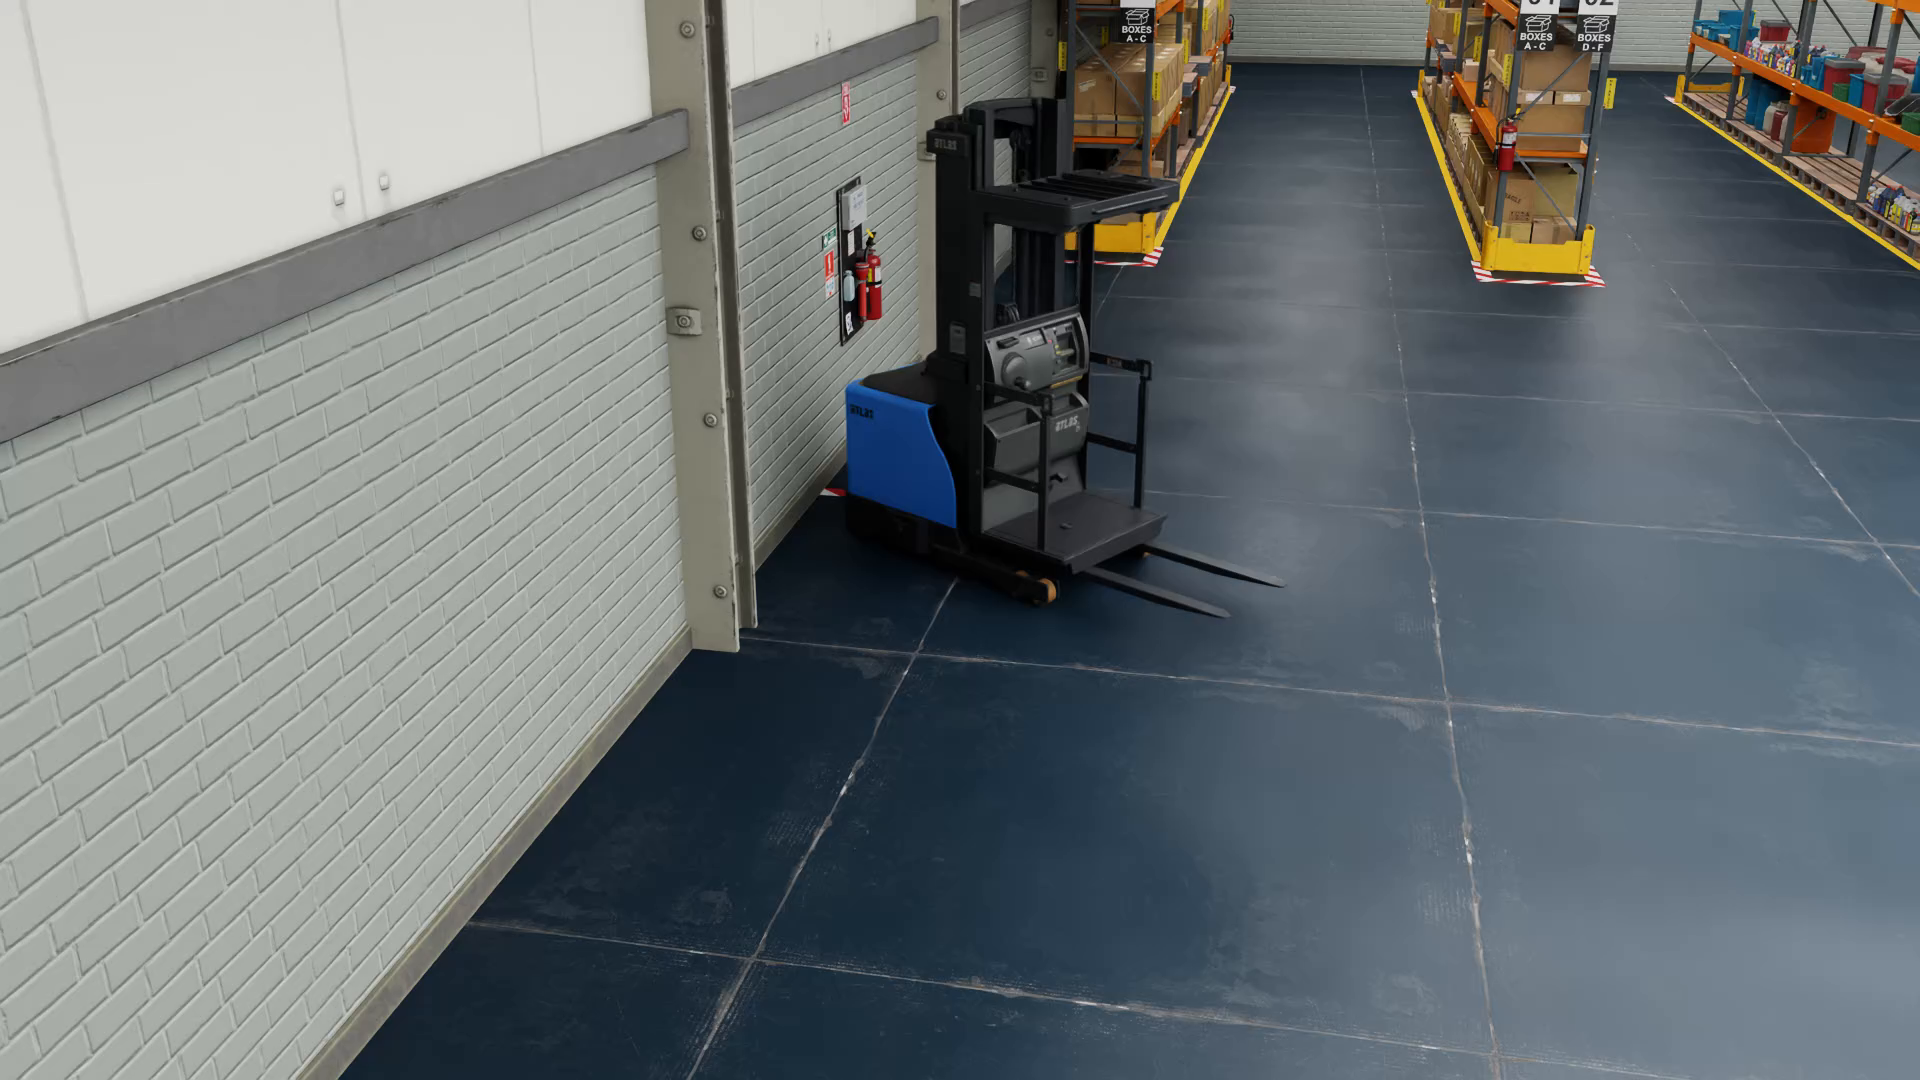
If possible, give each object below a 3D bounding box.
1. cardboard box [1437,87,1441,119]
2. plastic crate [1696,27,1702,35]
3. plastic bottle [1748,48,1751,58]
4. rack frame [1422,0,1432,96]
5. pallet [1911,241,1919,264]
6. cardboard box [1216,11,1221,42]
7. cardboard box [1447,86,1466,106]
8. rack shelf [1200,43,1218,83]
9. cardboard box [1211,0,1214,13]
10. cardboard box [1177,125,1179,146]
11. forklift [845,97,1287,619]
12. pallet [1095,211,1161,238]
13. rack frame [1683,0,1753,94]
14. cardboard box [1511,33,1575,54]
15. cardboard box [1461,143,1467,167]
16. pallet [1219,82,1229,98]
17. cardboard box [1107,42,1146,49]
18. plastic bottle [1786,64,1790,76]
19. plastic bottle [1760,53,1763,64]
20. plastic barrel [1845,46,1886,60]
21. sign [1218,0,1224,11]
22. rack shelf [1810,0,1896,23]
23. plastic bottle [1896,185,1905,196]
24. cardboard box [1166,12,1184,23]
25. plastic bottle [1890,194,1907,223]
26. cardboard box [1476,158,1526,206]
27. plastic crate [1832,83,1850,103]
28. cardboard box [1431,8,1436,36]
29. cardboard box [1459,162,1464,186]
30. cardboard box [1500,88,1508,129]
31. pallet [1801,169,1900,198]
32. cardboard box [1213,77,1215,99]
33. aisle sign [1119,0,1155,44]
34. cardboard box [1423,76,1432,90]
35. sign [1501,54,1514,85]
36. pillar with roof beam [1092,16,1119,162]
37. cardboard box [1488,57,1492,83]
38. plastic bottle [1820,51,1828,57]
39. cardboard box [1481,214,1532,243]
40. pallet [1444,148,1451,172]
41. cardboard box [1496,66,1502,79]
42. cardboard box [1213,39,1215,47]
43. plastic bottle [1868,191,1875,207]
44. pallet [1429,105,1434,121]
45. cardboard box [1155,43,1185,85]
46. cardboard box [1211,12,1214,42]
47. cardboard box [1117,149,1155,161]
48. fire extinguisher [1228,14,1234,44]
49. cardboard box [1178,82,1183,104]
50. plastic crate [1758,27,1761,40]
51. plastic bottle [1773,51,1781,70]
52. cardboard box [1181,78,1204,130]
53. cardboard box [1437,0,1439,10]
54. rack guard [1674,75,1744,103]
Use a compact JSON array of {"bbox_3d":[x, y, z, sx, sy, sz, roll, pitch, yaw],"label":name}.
[{"bbox_3d":[8.600,-7.588,28.936,0.500,0.500,0.500,5,22,12],"label":"cardboard box"},{"bbox_3d":[14.180,-9.711,31.722,0.250,0.136,0.298,4,22,11],"label":"plastic crate"},{"bbox_3d":[13.358,-8.232,28.045,0.097,0.201,0.097,0,22,0],"label":"plastic bottle"},{"bbox_3d":[9.851,-10.360,33.063,1.000,3.000,0.127,4,22,11],"label":"rack frame"},{"bbox_3d":[11.575,-3.164,18.928,1.003,0.211,1.213,4,22,11],"label":"pallet"},{"bbox_3d":[4.312,-9.610,30.798,0.980,0.700,0.700,5,22,12],"label":"cardboard box"},{"bbox_3d":[8.187,-7.208,26.989,0.500,0.250,0.500,5,23,13],"label":"cardboard box"},{"bbox_3d":[3.777,-8.209,28.683,1.077,0.370,4.000,4,22,11],"label":"rack shelf"},{"bbox_3d":[4.122,-9.252,28.748,0.500,0.250,0.500,5,22,12],"label":"cardboard box"},{"bbox_3d":[3.054,-6.409,26.008,0.700,0.500,0.500,4,22,11],"label":"cardboard box"},{"bbox_3d":[0.646,-1.173,10.343,3.031,2.935,1.130,19,29,39],"label":"forklift"},{"bbox_3d":[1.952,-3.914,20.789,1.003,0.211,1.213,4,22,11],"label":"pallet"},{"bbox_3d":[14.700,-9.981,32.122,1.000,3.000,0.127,4,22,11],"label":"rack frame"},{"bbox_3d":[6.909,-5.723,19.679,0.700,0.500,0.500,5,22,11],"label":"cardboard box"},{"bbox_3d":[7.205,-5.321,22.918,0.500,0.311,0.500,4,22,11],"label":"cardboard box"},{"bbox_3d":[4.915,-9.145,33.777,1.003,0.211,1.213,4,22,11],"label":"pallet"},{"bbox_3d":[2.252,-6.480,22.597,0.500,0.500,0.500,4,22,10],"label":"cardboard box"},{"bbox_3d":[12.821,-7.269,25.653,0.097,0.201,0.097,0,22,0],"label":"plastic bottle"},{"bbox_3d":[13.177,-7.907,27.238,0.097,0.201,0.097,0,22,0],"label":"plastic bottle"},{"bbox_3d":[13.269,-6.926,24.353,0.600,0.536,0.708,4,22,11],"label":"plastic barrel"},{"bbox_3d":[4.718,-9.736,30.069,0.100,0.325,0.005,4,22,11],"label":"sign"},{"bbox_3d":[12.659,-7.382,22.615,1.077,0.370,4.000,4,22,11],"label":"rack shelf"},{"bbox_3d":[11.821,-4.293,20.956,0.144,0.351,0.185,4,22,11],"label":"plastic bottle"},{"bbox_3d":[3.328,-8.234,26.191,0.380,0.149,0.250,2,22,4],"label":"cardboard box"},{"bbox_3d":[11.555,-4.080,20.426,0.144,0.351,0.185,4,22,10],"label":"plastic bottle"},{"bbox_3d":[6.594,-4.362,20.283,0.500,0.500,0.500,4,22,11],"label":"cardboard box"},{"bbox_3d":[12.330,-6.153,22.899,0.450,0.188,0.662,4,22,11],"label":"plastic crate"},{"bbox_3d":[9.297,-9.892,31.766,0.500,0.500,0.500,4,22,11],"label":"cardboard box"},{"bbox_3d":[7.203,-5.065,23.033,0.500,0.250,0.500,4,22,10],"label":"cardboard box"},{"bbox_3d":[7.007,-5.291,20.343,0.700,0.500,0.500,5,23,13],"label":"cardboard box"},{"bbox_3d":[12.620,-5.037,23.578,1.003,0.211,1.213,4,22,11],"label":"pallet"},{"bbox_3d":[4.438,-8.575,31.413,0.700,0.500,0.500,5,22,12],"label":"cardboard box"},{"bbox_3d":[2.015,-6.042,18.860,0.394,0.787,0.004,4,22,11],"label":"aisle sign"},{"bbox_3d":[9.361,-8.929,32.600,0.500,0.250,0.500,4,22,11],"label":"cardboard box"},{"bbox_3d":[6.058,-5.202,18.388,0.100,0.325,0.005,4,22,11],"label":"sign"},{"bbox_3d":[6.471,-9.856,23.780,9.100,9.000,0.400,4,22,11],"label":"pillar with roof beam"},{"bbox_3d":[7.683,-6.490,23.320,0.500,0.500,0.500,6,23,15],"label":"cardboard box"},{"bbox_3d":[13.755,-7.639,26.472,0.152,0.276,0.135,4,22,11],"label":"plastic bottle"},{"bbox_3d":[6.407,-3.647,19.512,0.500,0.250,0.500,4,22,11],"label":"cardboard box"},{"bbox_3d":[8.013,-5.843,25.579,1.003,0.211,1.213,4,22,11],"label":"pallet"},{"bbox_3d":[6.951,-5.862,20.891,0.380,0.149,0.250,4,22,9],"label":"cardboard box"},{"bbox_3d":[4.365,-8.927,29.814,0.380,0.149,0.250,5,22,12],"label":"cardboard box"},{"bbox_3d":[11.736,-4.378,21.367,0.097,0.201,0.097,0,22,0],"label":"plastic bottle"},{"bbox_3d":[9.176,-7.855,30.575,1.003,0.211,1.213,4,22,11],"label":"pallet"},{"bbox_3d":[2.759,-6.439,22.497,0.500,0.500,0.500,4,22,11],"label":"cardboard box"},{"bbox_3d":[4.132,-8.909,28.900,0.500,0.500,0.500,4,22,11],"label":"cardboard box"},{"bbox_3d":[2.380,-5.010,22.535,0.500,0.500,0.500,3,22,7],"label":"cardboard box"},{"bbox_3d":[5.484,-10.548,34.131,0.296,0.674,0.183,4,22,11],"label":"fire extinguisher"},{"bbox_3d":[2.753,-6.091,22.637,0.500,0.250,0.500,5,22,11],"label":"cardboard box"},{"bbox_3d":[14.375,-9.036,29.852,0.437,0.282,0.530,4,22,11],"label":"plastic crate"},{"bbox_3d":[12.965,-7.600,26.365,0.061,0.283,0.133,4,22,11],"label":"plastic bottle"},{"bbox_3d":[3.647,-7.267,27.699,0.750,0.750,0.750,4,22,10],"label":"cardboard box"},{"bbox_3d":[9.090,-9.984,30.657,0.500,0.500,0.500,5,22,11],"label":"cardboard box"},{"bbox_3d":[14.692,-8.832,32.613,1.175,0.500,0.348,4,22,11],"label":"rack guard"}]
